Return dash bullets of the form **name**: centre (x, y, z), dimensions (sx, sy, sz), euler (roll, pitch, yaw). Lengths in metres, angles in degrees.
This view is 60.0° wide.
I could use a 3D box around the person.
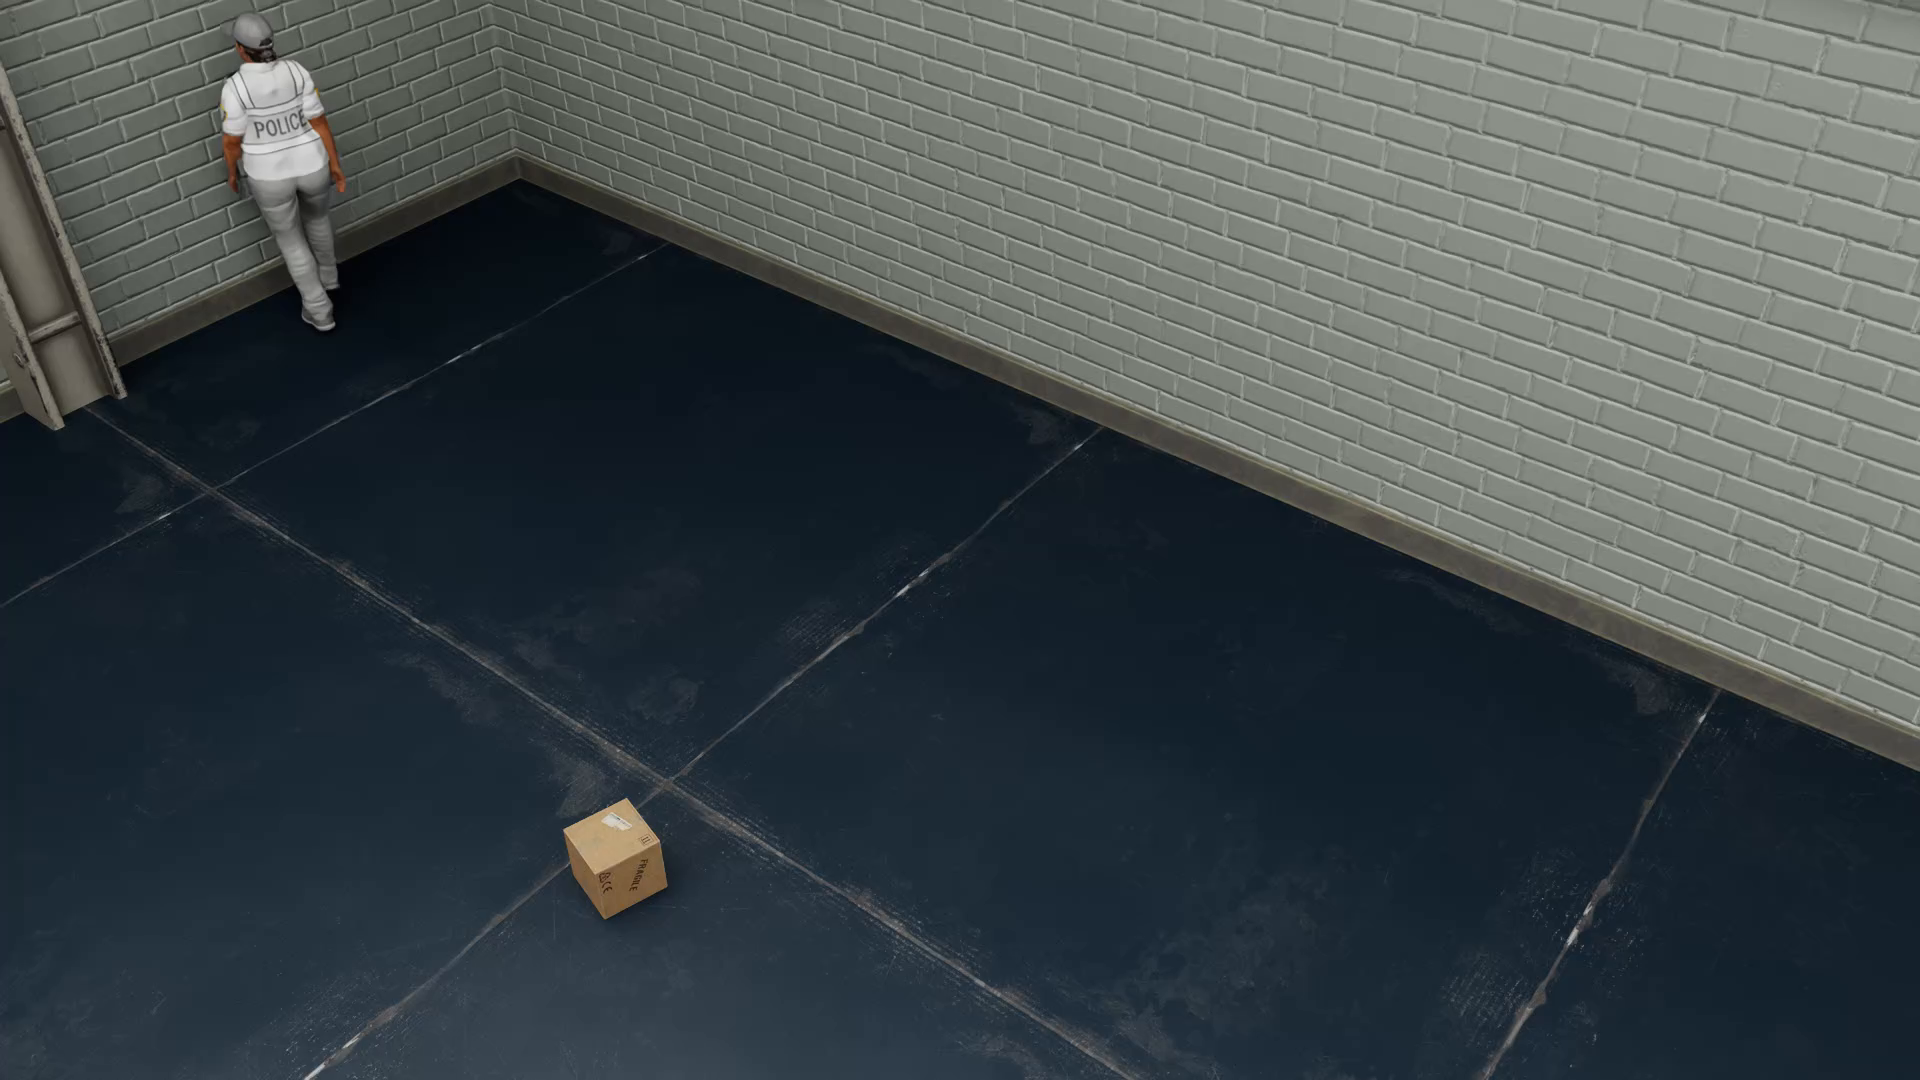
- **person**: centre (-3.469, -1.877, 8.479), dimensions (0.508, 1.717, 0.606), euler (-30, 48, -32)
